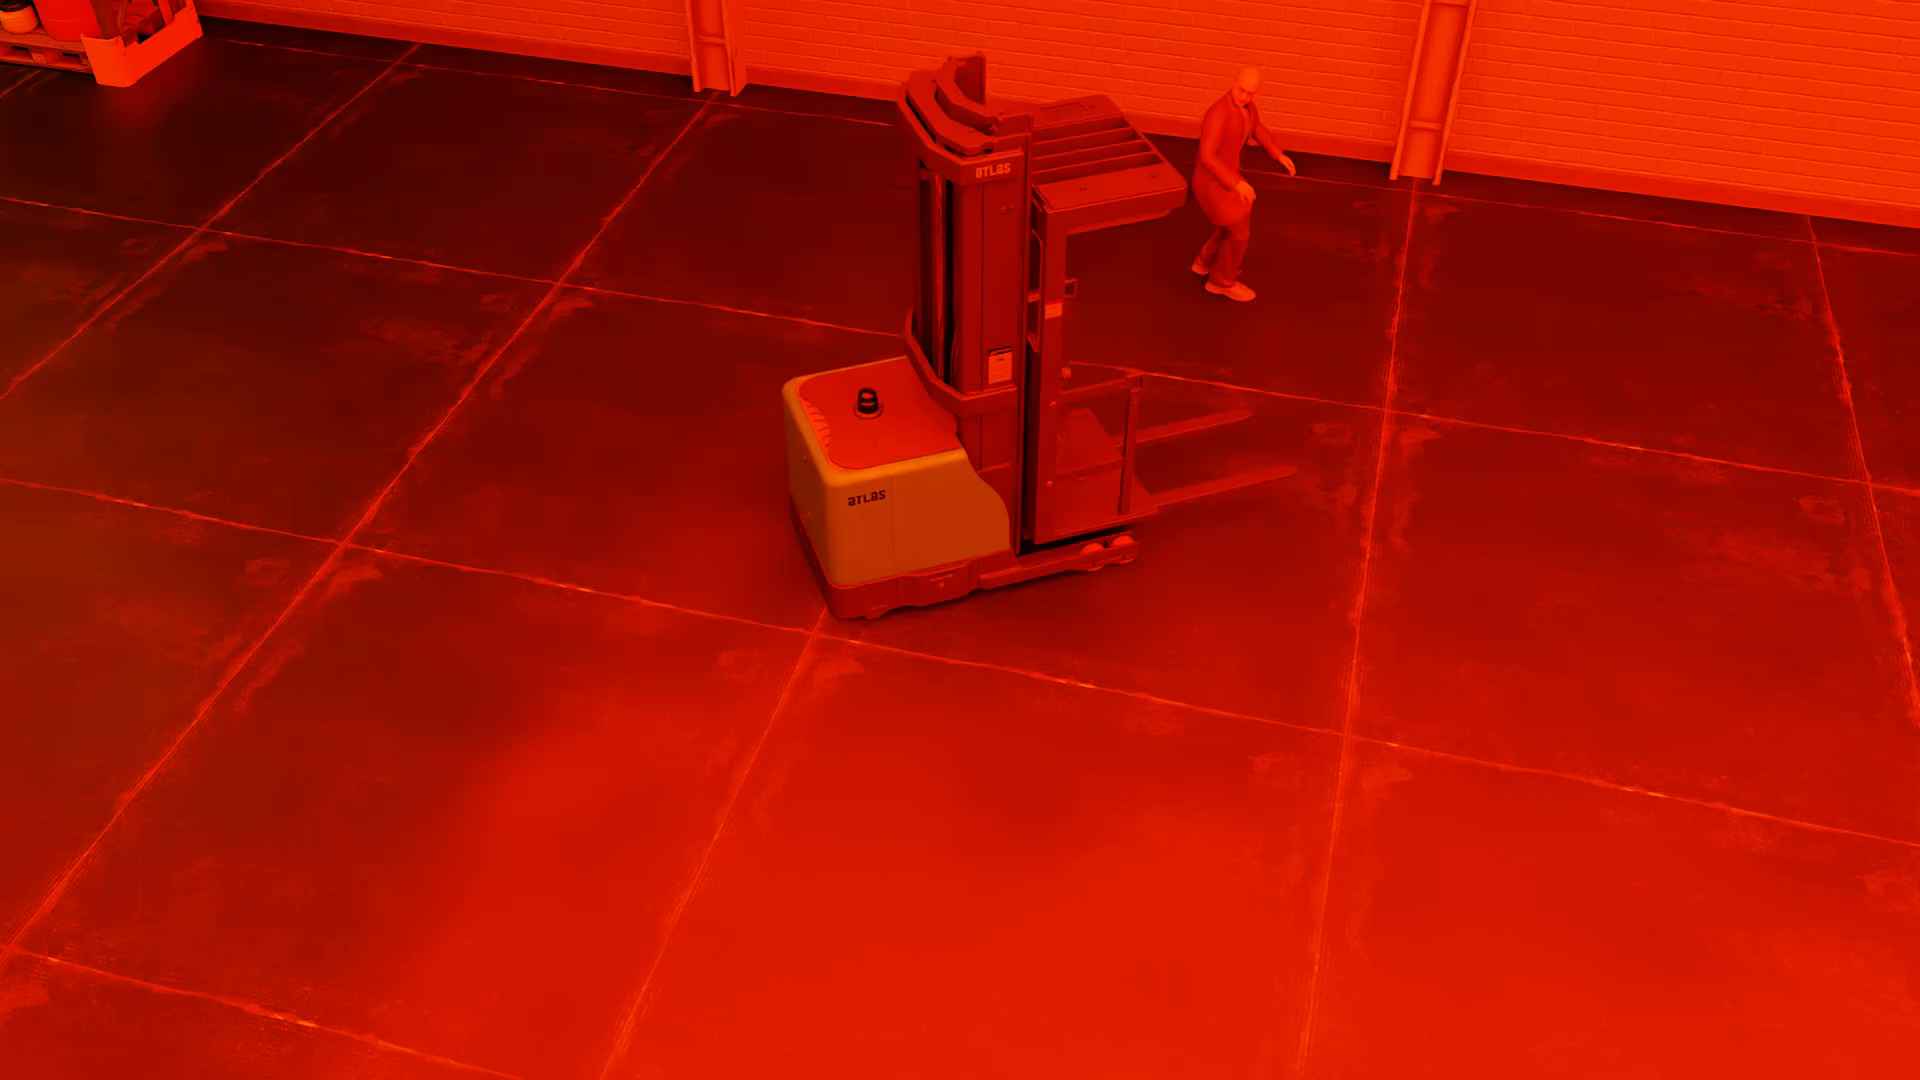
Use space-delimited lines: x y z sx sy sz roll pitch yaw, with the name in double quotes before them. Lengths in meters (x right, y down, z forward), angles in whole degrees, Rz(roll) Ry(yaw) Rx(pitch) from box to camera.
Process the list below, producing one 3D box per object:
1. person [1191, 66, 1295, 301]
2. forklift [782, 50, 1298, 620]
"person" 1.970 -2.483 11.660 0.644 1.731 0.829 15 43 16
"forklift" 0.542 -1.235 9.271 3.031 2.935 1.130 -13 43 -14
